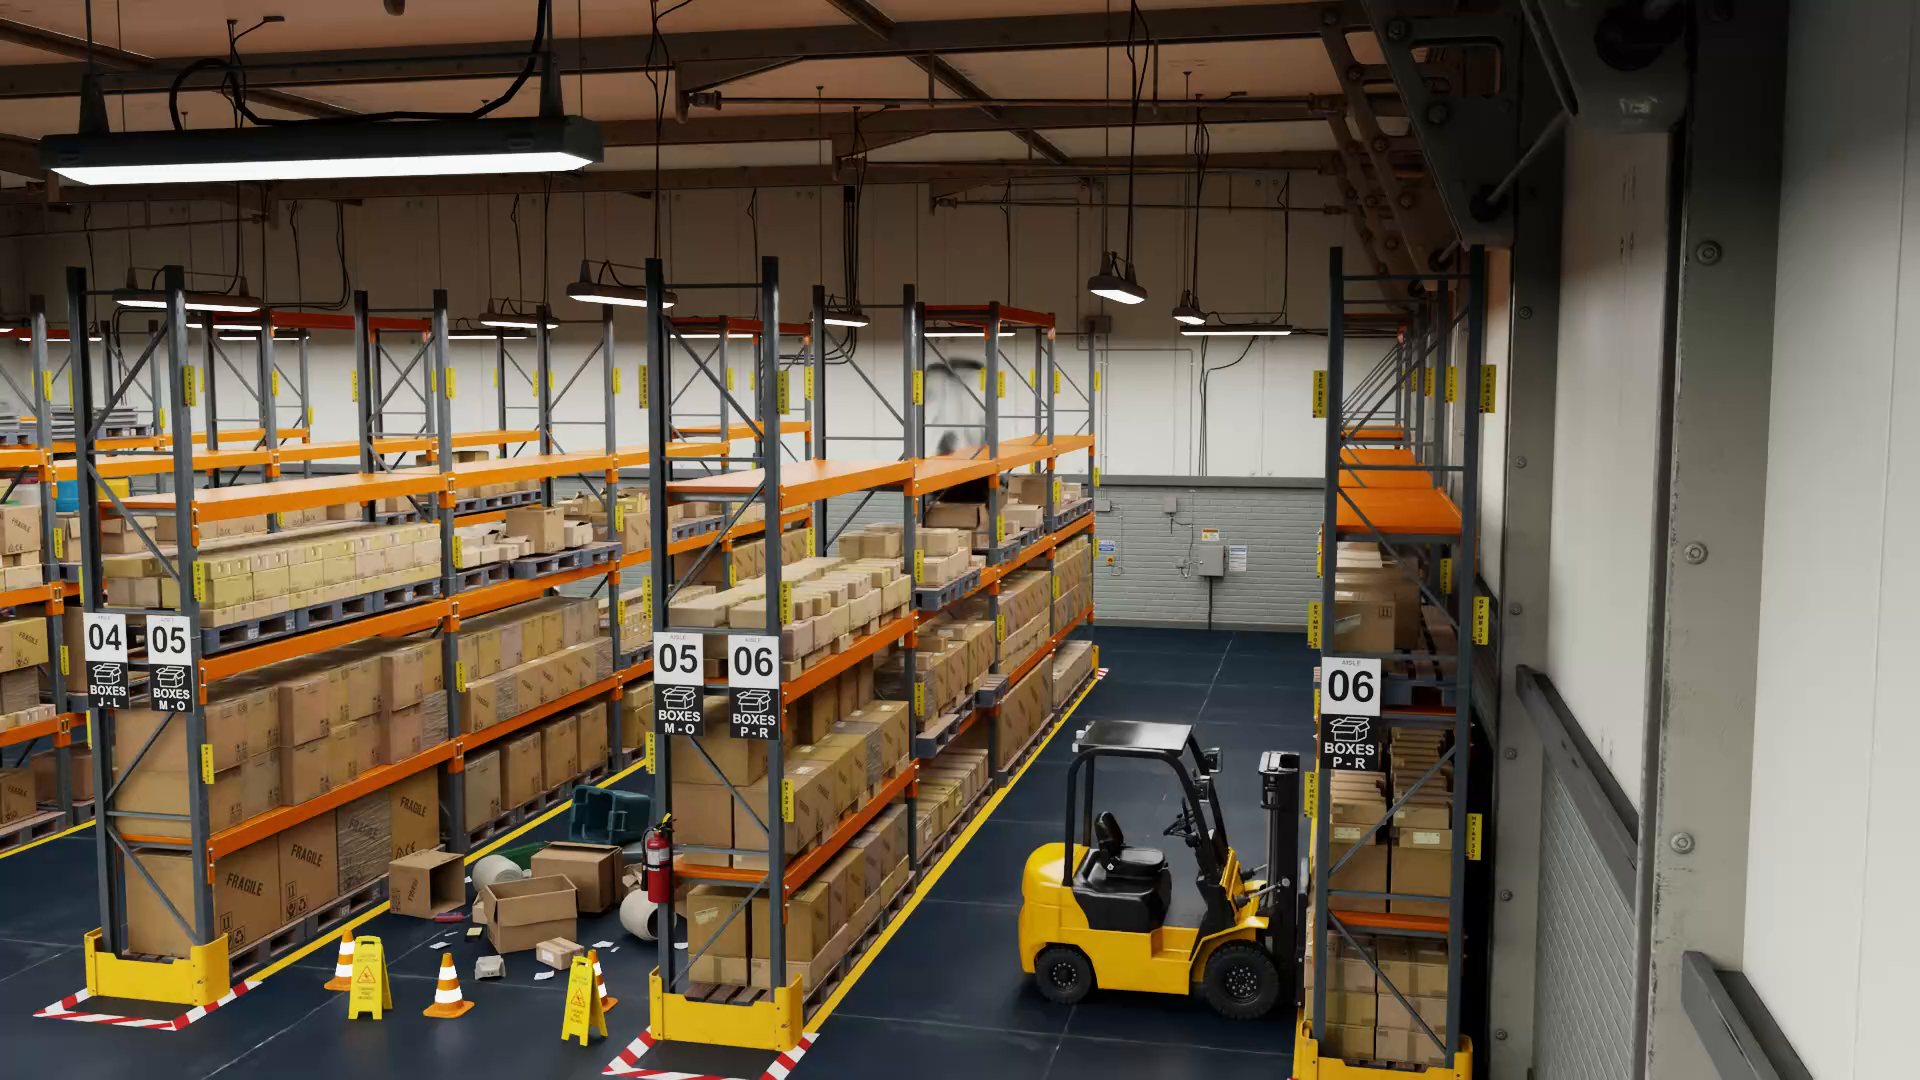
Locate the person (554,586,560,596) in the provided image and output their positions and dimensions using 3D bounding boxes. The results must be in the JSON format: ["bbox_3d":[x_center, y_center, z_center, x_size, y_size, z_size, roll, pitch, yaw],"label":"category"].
[{"bbox_3d":[-6.596,1.572,27.057,0.714,1.733,0.791,1,6,5],"label":"person"}]
